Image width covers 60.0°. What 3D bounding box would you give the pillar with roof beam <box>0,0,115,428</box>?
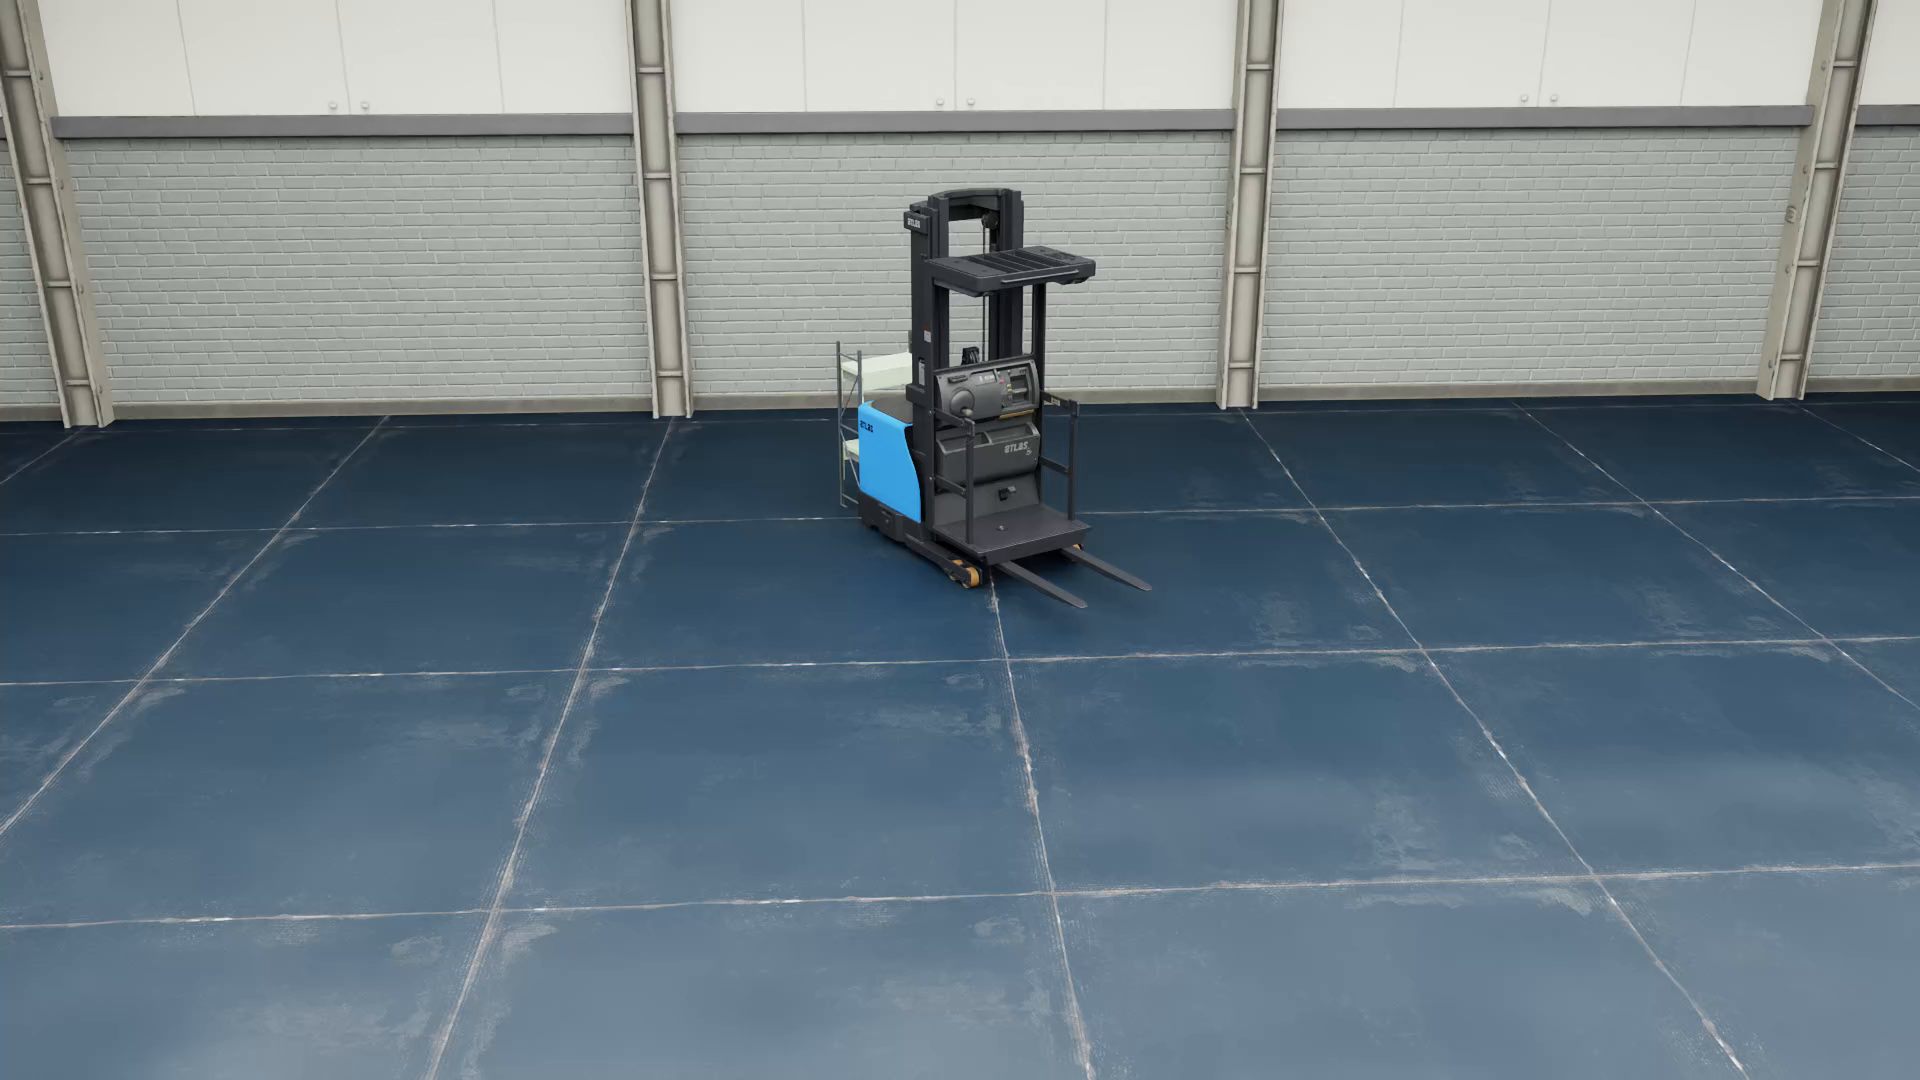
[{"bbox_3d":[-8.766,-3.887,11.614,0.400,9.000,9.100,-1,21,-3],"label":"pillar with roof beam"}]

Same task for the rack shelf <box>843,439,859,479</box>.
[{"bbox_3d":[-0.646,-0.725,14.764,0.720,0.370,0.431,-13,25,-31],"label":"rack shelf"}]

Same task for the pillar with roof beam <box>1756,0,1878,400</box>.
[{"bbox_3d":[9.204,-4.252,12.574,0.400,9.000,9.100,-1,21,-3],"label":"pillar with roof beam"}]

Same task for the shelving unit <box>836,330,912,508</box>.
[{"bbox_3d":[-0.646,-1.029,14.648,0.755,1.500,0.431,-13,25,-31],"label":"shelving unit"}]

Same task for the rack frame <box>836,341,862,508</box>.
[{"bbox_3d":[-0.951,-0.957,14.459,0.023,1.500,0.400,-13,25,-31],"label":"rack frame"}]

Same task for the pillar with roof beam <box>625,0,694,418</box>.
[{"bbox_3d":[-2.776,-4.009,11.934,0.400,9.000,9.100,-1,21,-3],"label":"pillar with roof beam"}]

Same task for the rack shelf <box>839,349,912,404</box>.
[{"bbox_3d":[-0.646,-1.394,14.509,0.720,0.370,0.431,-13,25,-31],"label":"rack shelf"}]

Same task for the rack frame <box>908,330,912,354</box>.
[{"bbox_3d":[-0.341,-1.101,14.837,0.023,1.500,0.400,-13,25,-31],"label":"rack frame"}]

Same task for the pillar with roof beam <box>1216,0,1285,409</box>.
[{"bbox_3d":[3.214,-4.130,12.254,0.400,9.000,9.100,-1,21,-3],"label":"pillar with roof beam"}]

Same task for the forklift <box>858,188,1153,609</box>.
[{"bbox_3d":[0.343,-1.182,13.037,1.130,2.935,3.031,-13,24,-31],"label":"forklift"}]
